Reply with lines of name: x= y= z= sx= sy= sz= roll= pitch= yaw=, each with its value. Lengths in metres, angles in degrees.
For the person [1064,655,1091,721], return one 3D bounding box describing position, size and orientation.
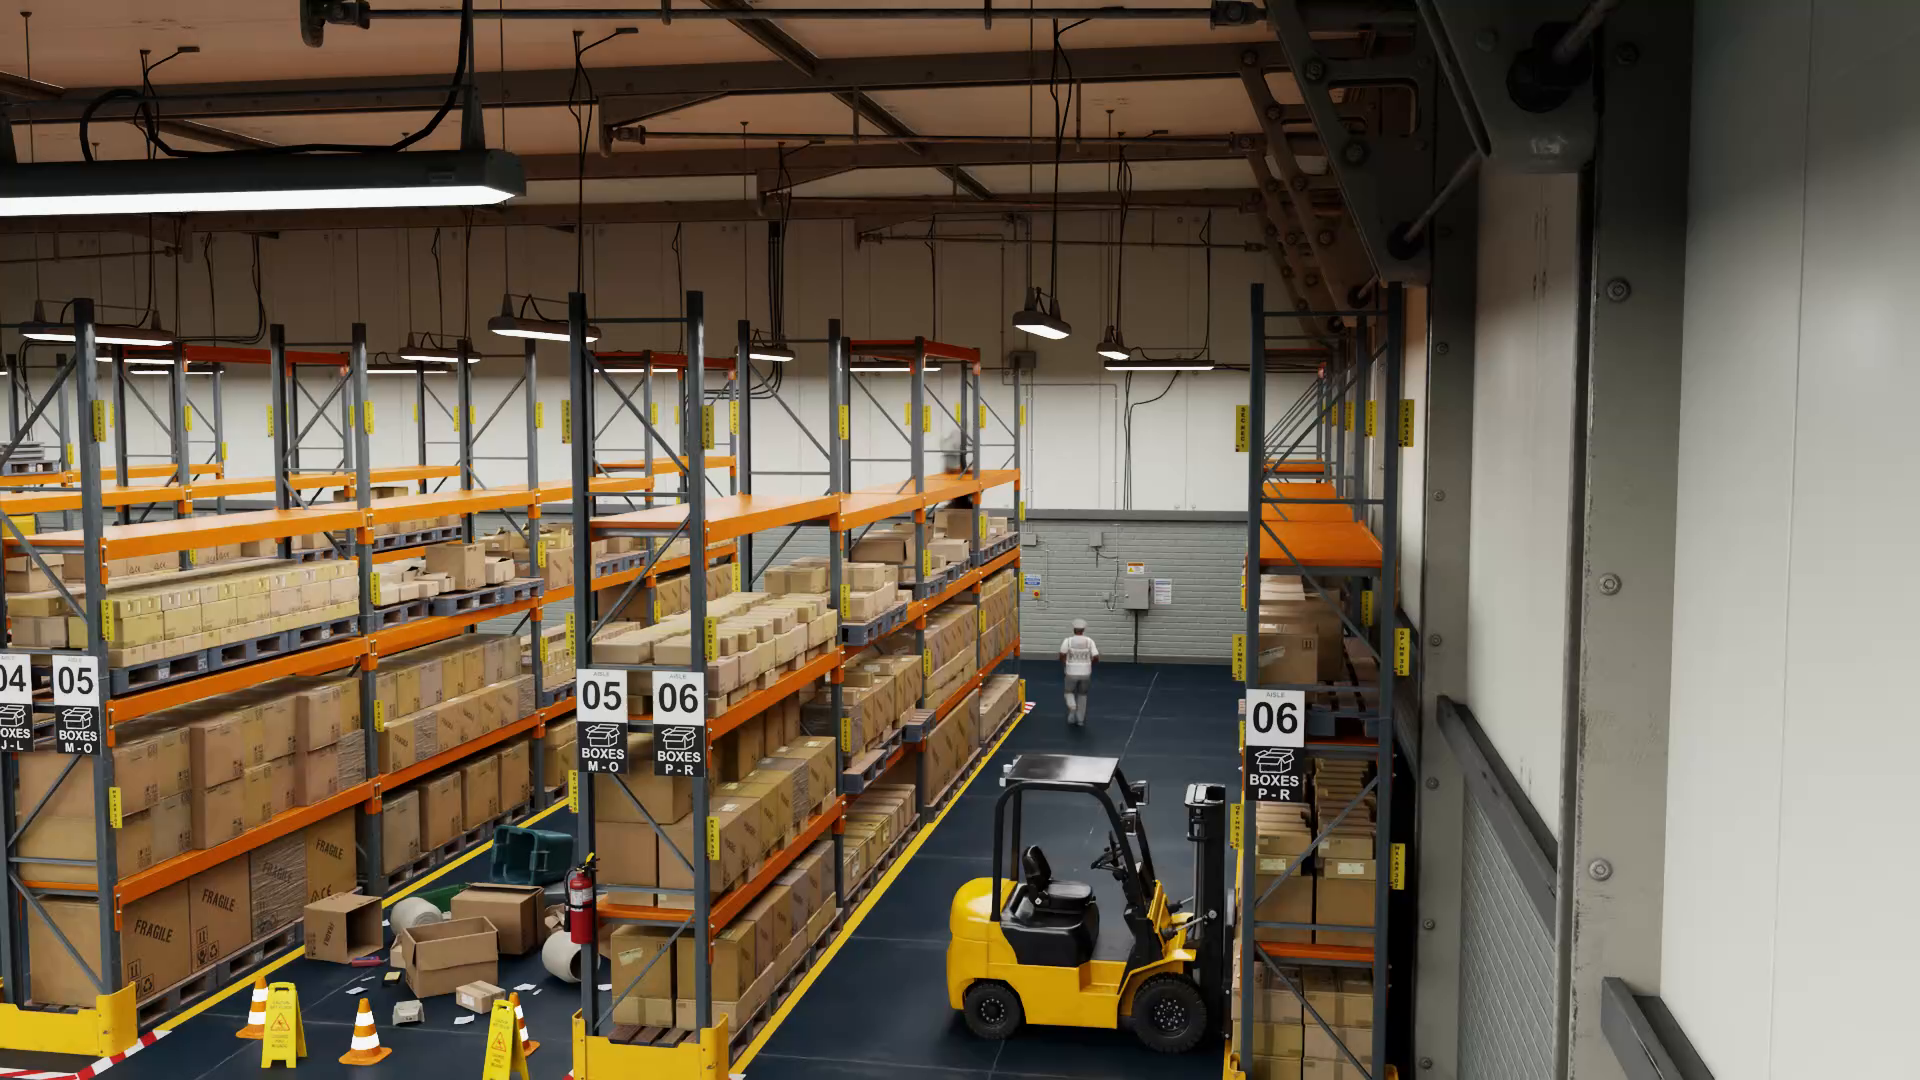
person: x=1.895 y=2.158 z=26.898 sx=0.446 sy=1.535 sz=0.494 roll=0 pitch=5 yaw=-3
